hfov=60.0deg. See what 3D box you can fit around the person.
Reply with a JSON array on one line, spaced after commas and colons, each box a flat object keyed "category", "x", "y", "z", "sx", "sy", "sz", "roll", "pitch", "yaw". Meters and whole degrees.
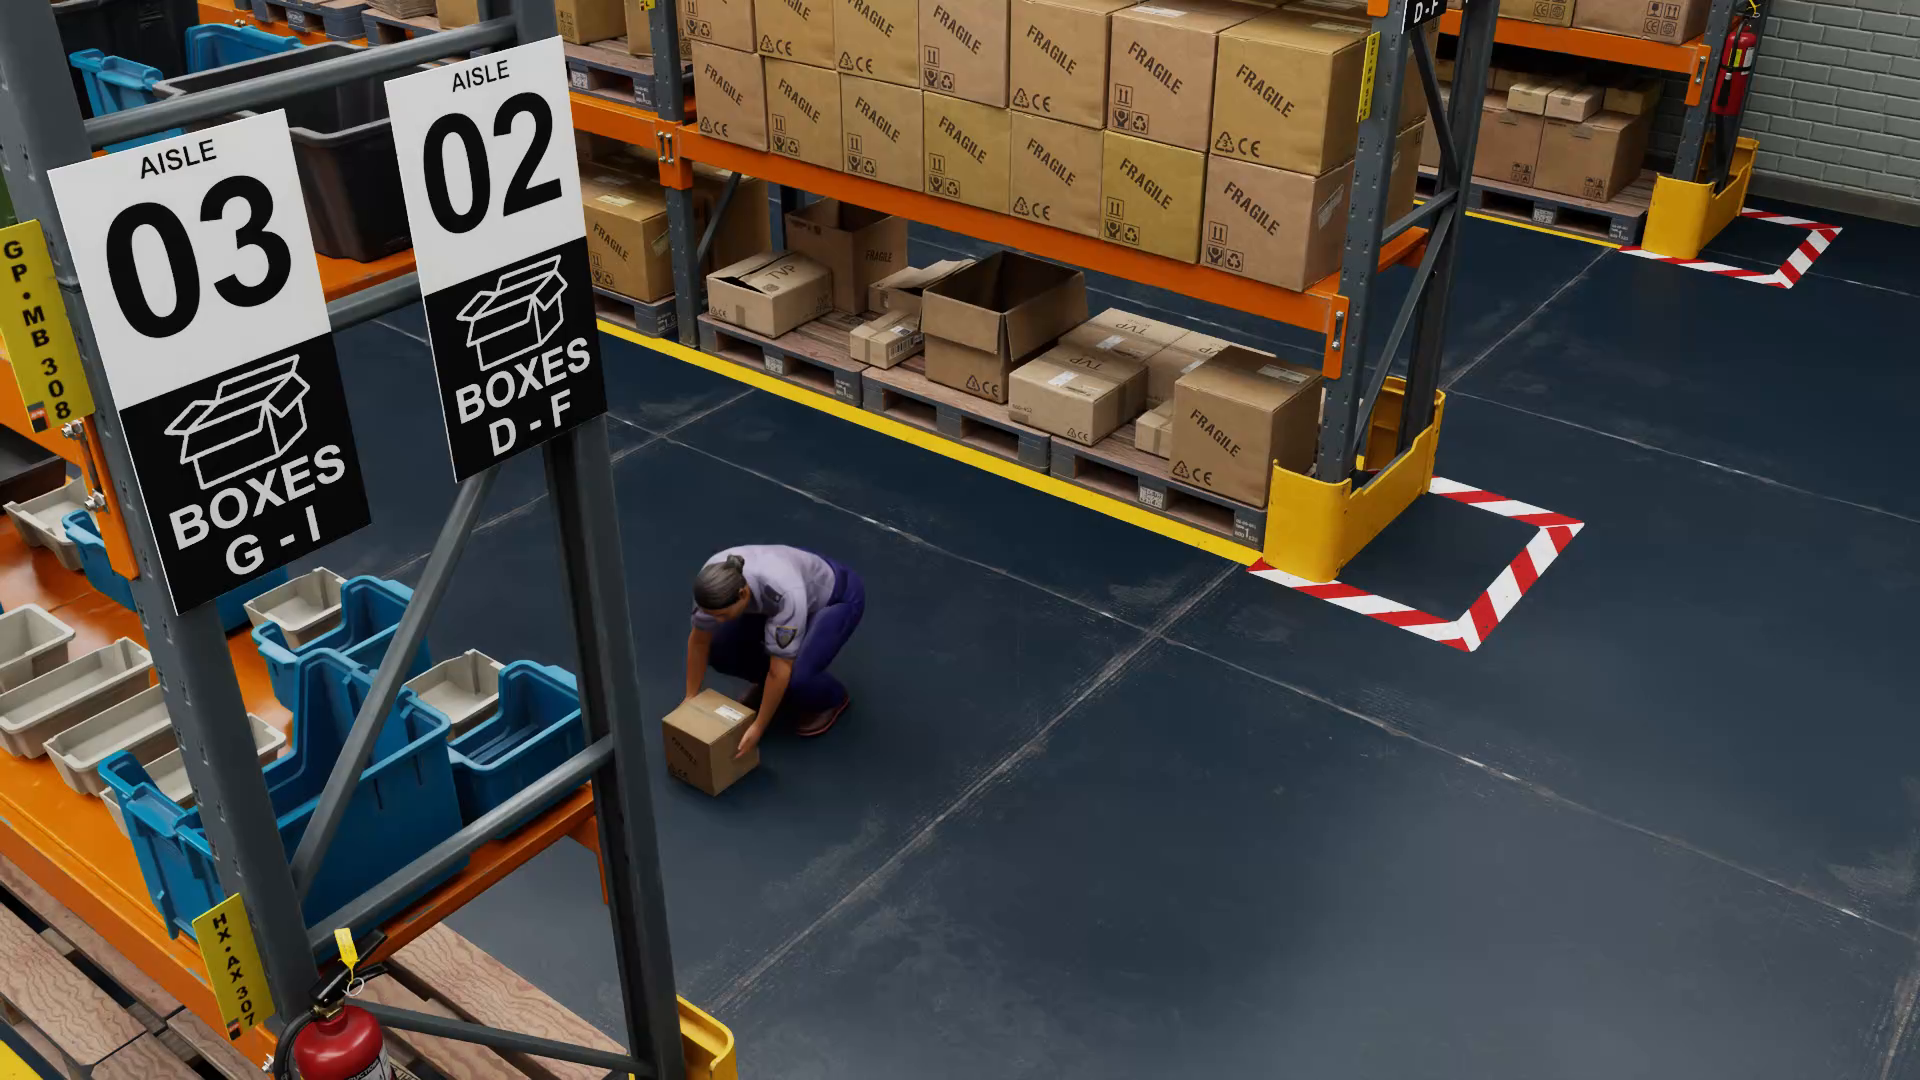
[{"category": "person", "x": -0.712, "y": 0.336, "z": 6.321, "sx": 0.527, "sy": 0.901, "sz": 0.829, "roll": 21, "pitch": 37, "yaw": 31}]
